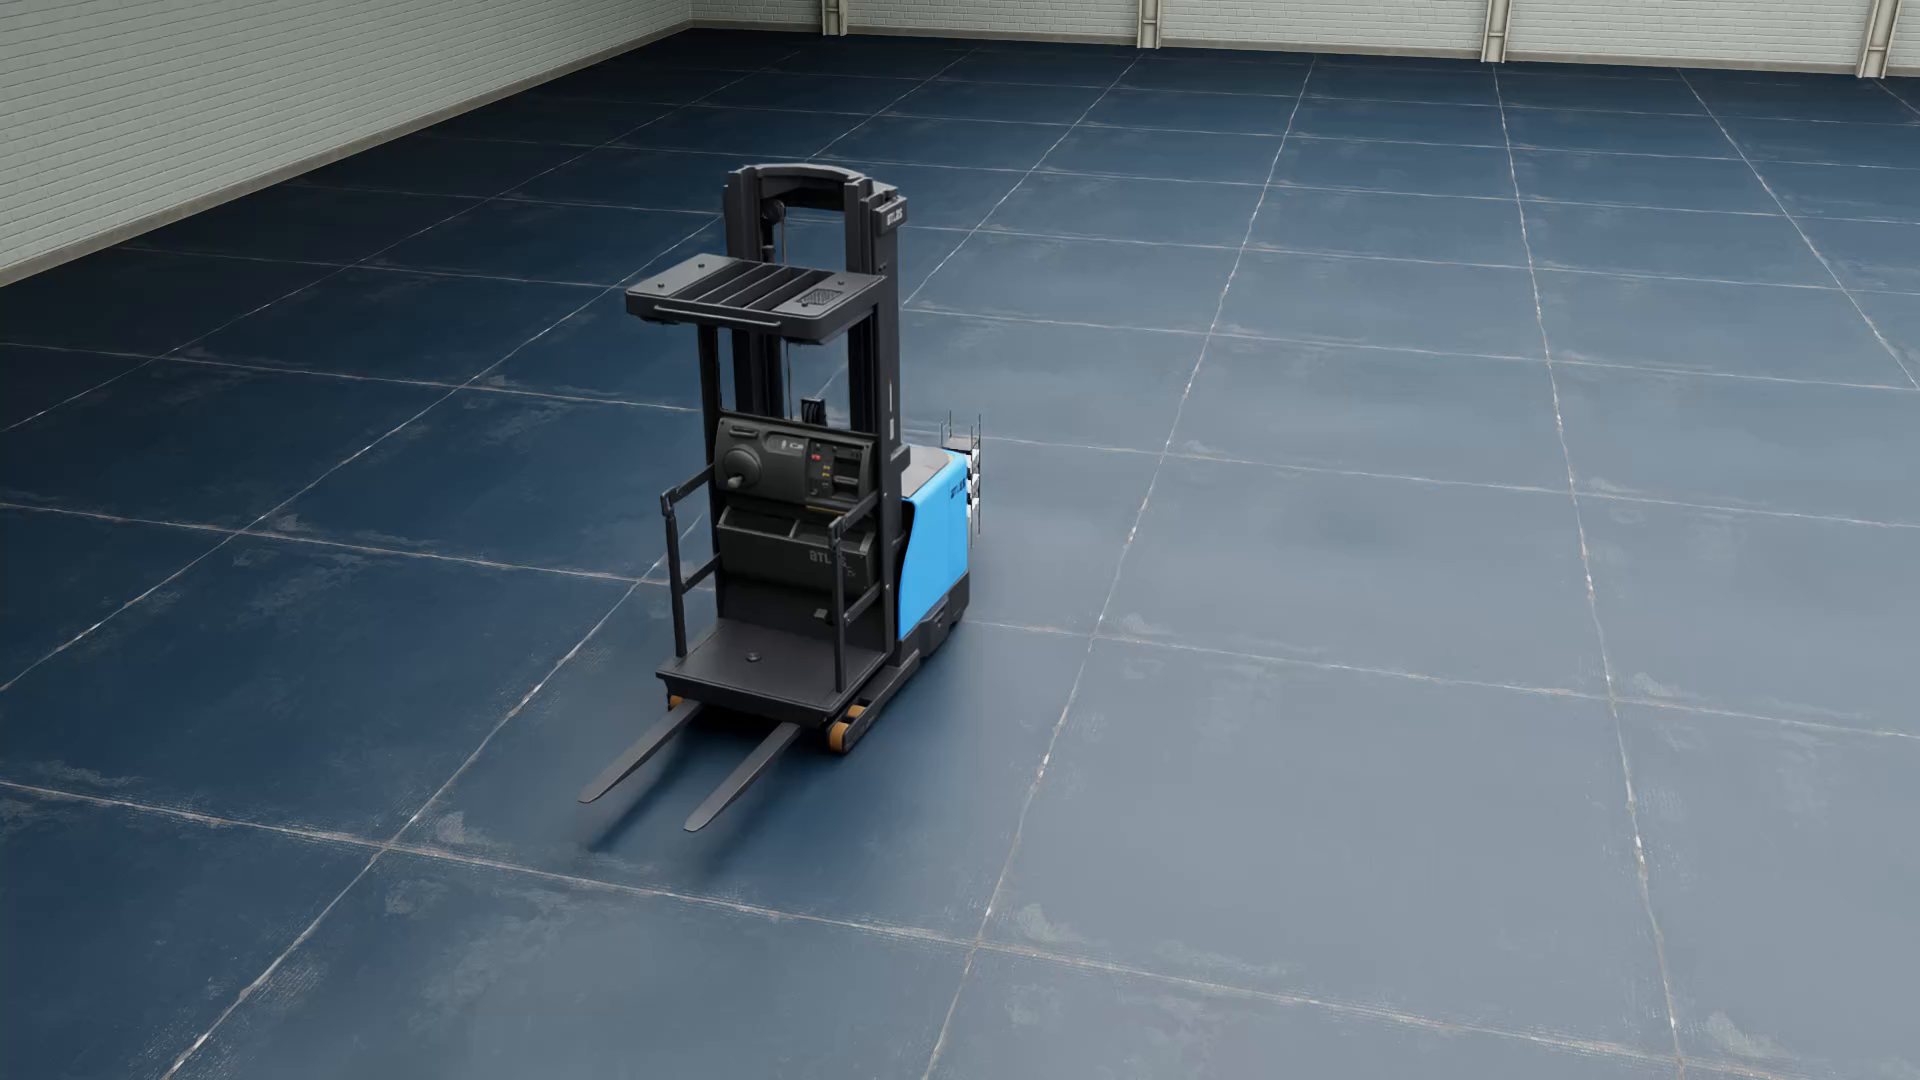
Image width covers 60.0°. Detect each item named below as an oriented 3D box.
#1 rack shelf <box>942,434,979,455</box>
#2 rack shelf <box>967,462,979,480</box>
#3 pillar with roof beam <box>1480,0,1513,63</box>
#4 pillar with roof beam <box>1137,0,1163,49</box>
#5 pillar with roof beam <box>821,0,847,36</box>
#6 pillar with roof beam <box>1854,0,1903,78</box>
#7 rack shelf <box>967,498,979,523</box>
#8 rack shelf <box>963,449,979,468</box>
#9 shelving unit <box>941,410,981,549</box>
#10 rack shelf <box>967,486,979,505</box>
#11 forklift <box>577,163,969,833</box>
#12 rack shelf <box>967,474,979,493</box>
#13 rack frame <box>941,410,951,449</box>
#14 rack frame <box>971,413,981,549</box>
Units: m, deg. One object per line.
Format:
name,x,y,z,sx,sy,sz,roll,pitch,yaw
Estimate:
rack shelf,0.008,-0.619,11.110,0.200,0.077,0.258,6,26,13
rack shelf,0.008,-0.457,11.187,0.200,0.077,0.258,6,26,13
pillar with roof beam,8.176,-10.595,23.193,0.400,9.000,9.100,6,26,13
pillar with roof beam,2.365,-11.237,24.542,0.400,9.000,9.100,6,26,13
pillar with roof beam,-3.446,-11.880,25.891,0.400,9.000,9.100,6,26,13
pillar with roof beam,13.987,-9.953,21.843,0.400,9.000,9.100,6,26,13
rack shelf,0.008,-0.213,11.303,0.200,0.077,0.258,6,26,13
rack shelf,0.008,-0.538,11.149,0.200,0.077,0.258,6,26,13
shelving unit,0.008,-0.405,11.212,0.210,0.900,0.258,6,26,13
rack shelf,0.008,-0.294,11.265,0.200,0.077,0.258,6,26,13
forklift,-0.986,-0.380,8.796,1.130,2.935,3.031,10,27,21
rack shelf,0.008,-0.375,11.226,0.200,0.077,0.258,6,26,13
rack frame,-0.091,-0.416,11.235,0.006,0.900,0.240,6,26,13
rack frame,0.106,-0.395,11.189,0.006,0.900,0.240,6,26,13
